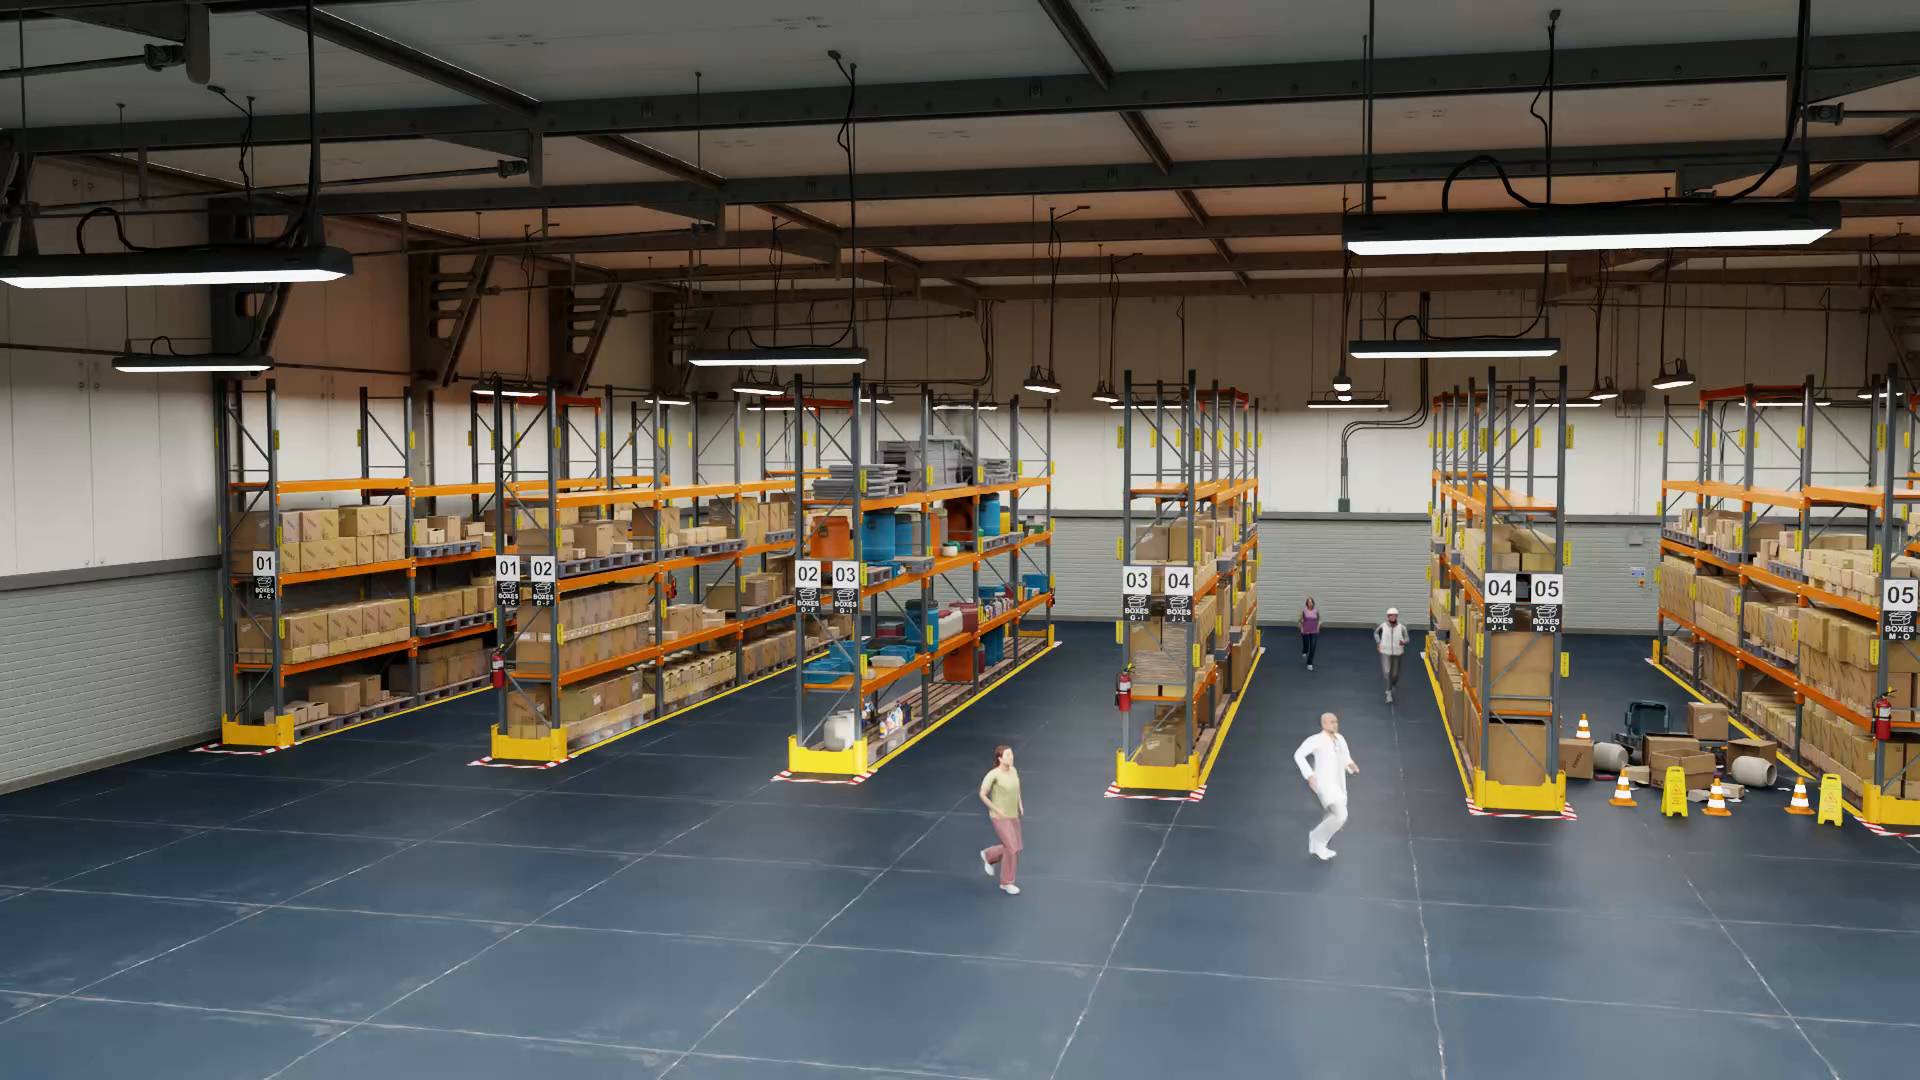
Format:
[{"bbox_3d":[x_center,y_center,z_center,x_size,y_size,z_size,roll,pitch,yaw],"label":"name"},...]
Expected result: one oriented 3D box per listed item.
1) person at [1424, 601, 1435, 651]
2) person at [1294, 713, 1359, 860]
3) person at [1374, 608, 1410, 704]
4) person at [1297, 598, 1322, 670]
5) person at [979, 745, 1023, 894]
[{"bbox_3d":[11.338,1.823,39.411,0.553,1.643,0.659,0,3,-4],"label":"person"},{"bbox_3d":[4.423,2.929,19.763,0.694,1.742,0.700,-3,4,-40],"label":"person"},{"bbox_3d":[8.305,2.191,31.978,0.661,1.783,0.957,1,3,10],"label":"person"},{"bbox_3d":[7.673,2.045,36.496,0.538,1.569,0.665,0,3,3],"label":"person"},{"bbox_3d":[0.442,3.080,18.542,0.642,1.633,0.605,3,5,42],"label":"person"}]
